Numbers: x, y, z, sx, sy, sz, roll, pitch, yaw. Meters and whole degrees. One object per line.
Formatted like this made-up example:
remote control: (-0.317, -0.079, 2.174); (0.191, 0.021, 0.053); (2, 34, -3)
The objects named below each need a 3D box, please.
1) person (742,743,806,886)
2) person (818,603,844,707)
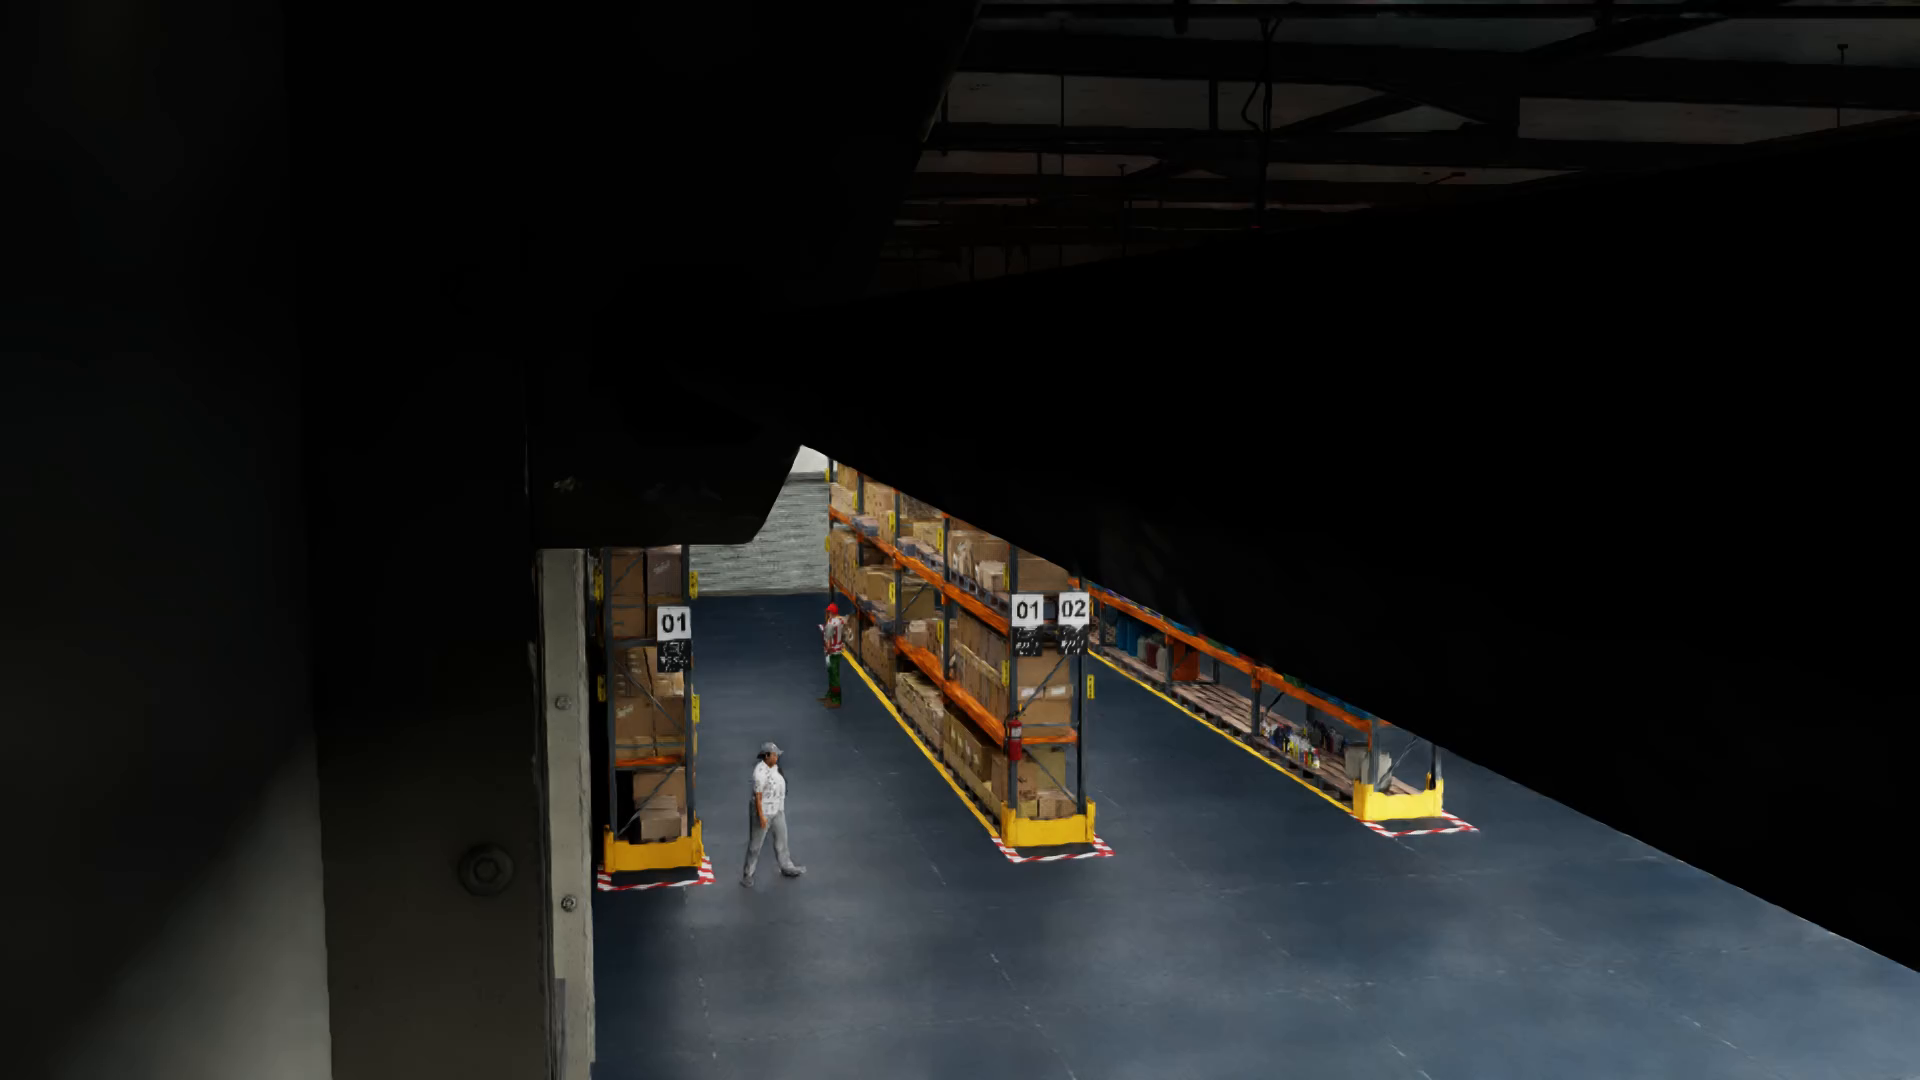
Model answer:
person: (-2.236, 3.184, 19.576); (0.563, 1.655, 0.734); (3, 7, 25)
person: (-2.271, 1.987, 29.017); (0.493, 1.786, 0.606); (2, 7, 16)
